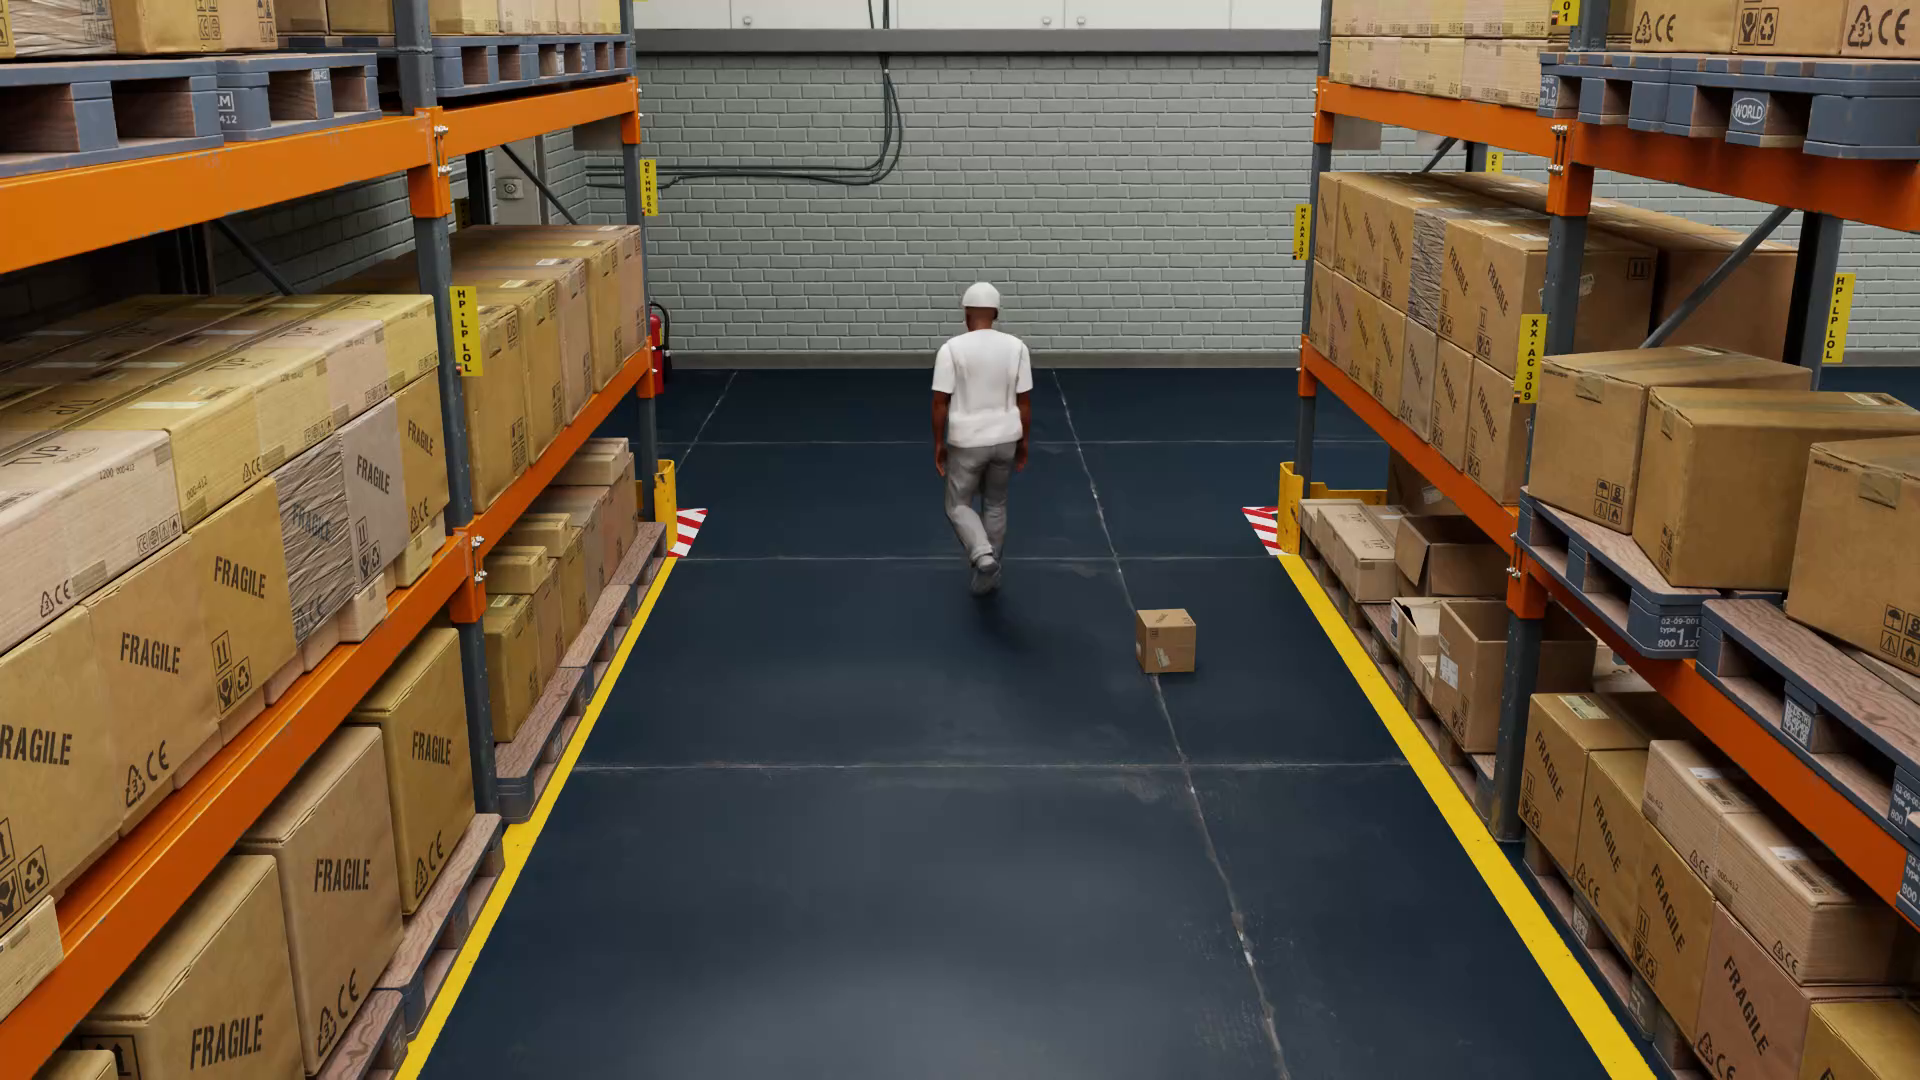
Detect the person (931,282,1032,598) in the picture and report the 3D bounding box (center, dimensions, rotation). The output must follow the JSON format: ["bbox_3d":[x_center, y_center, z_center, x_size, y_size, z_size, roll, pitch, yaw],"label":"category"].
[{"bbox_3d":[0.134,-0.526,9.181,0.579,1.749,0.706,-5,18,-15],"label":"person"}]
